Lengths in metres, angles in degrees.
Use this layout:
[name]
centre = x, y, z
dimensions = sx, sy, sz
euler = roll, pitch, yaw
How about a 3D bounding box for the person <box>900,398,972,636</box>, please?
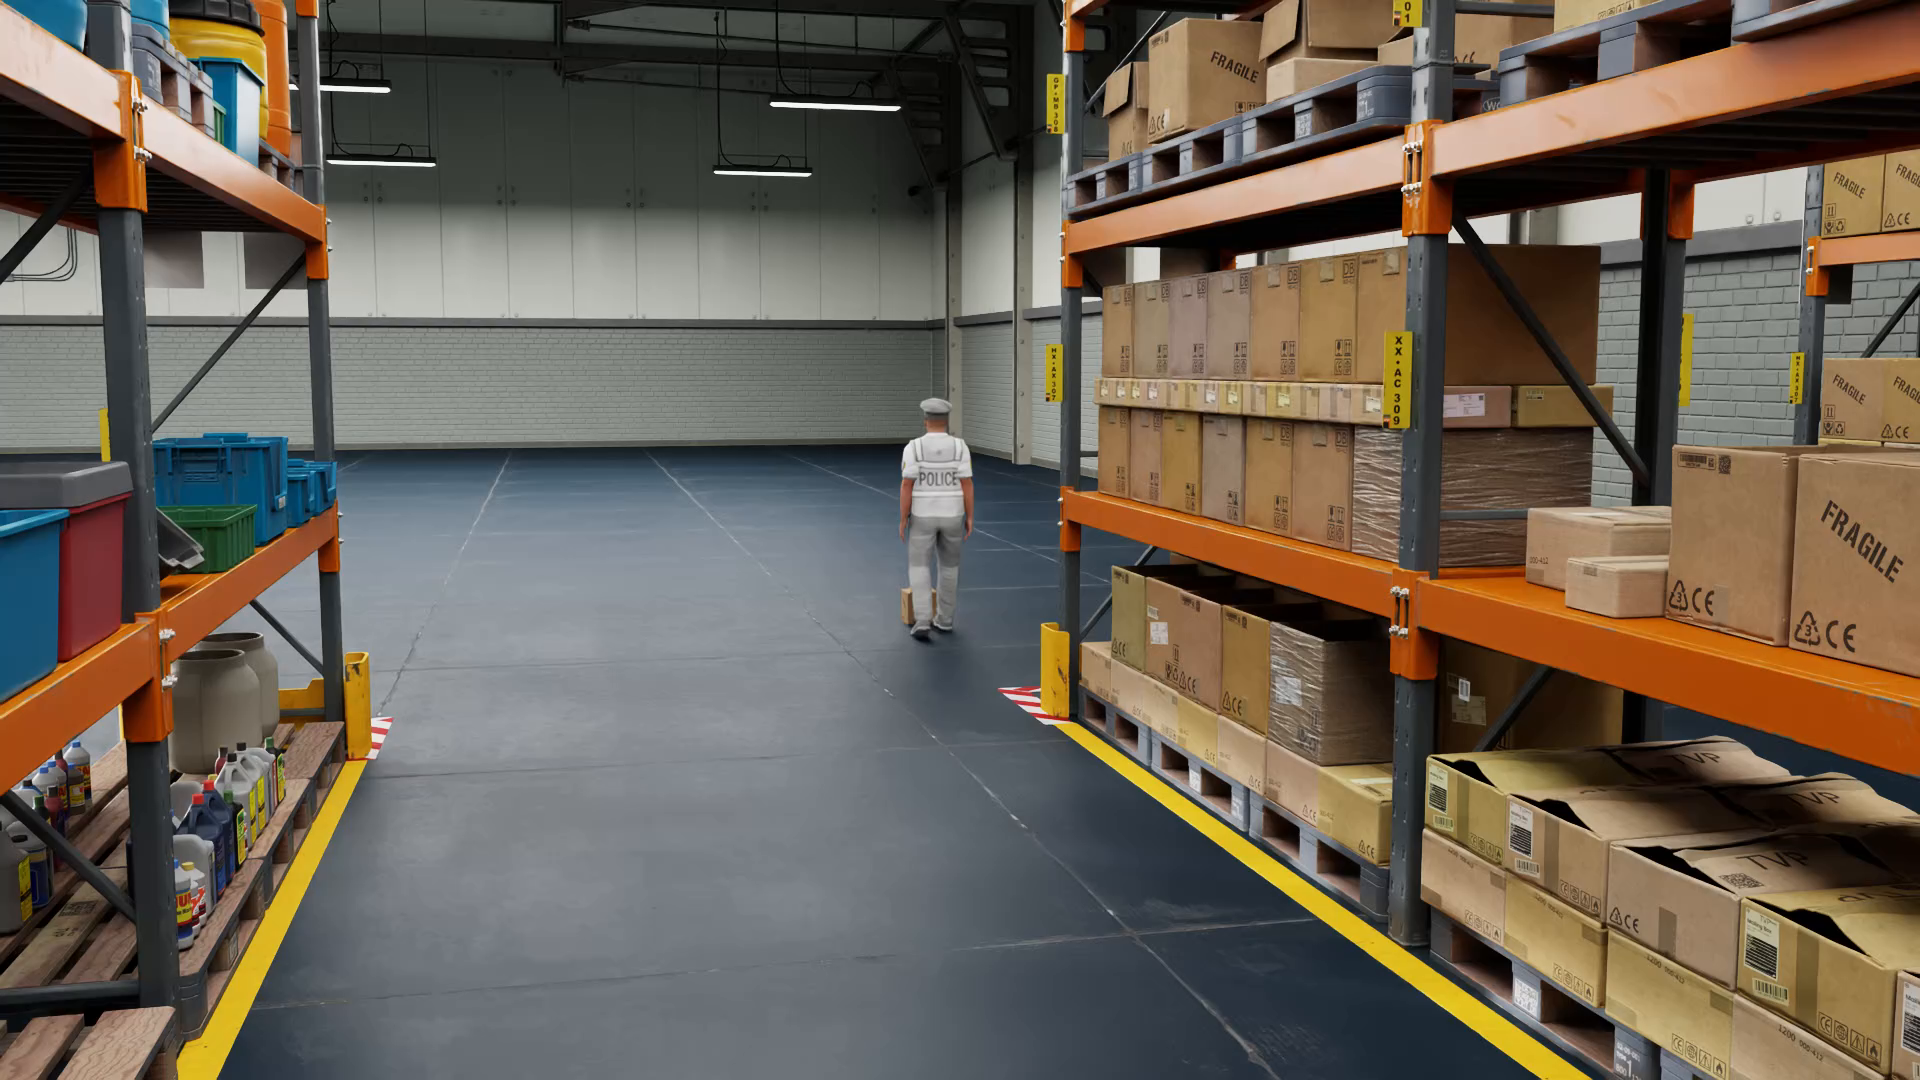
[person]
centre = -0.191, -0.181, 12.512
dimensions = 0.557, 1.775, 0.657
euler = -1, 6, -12
